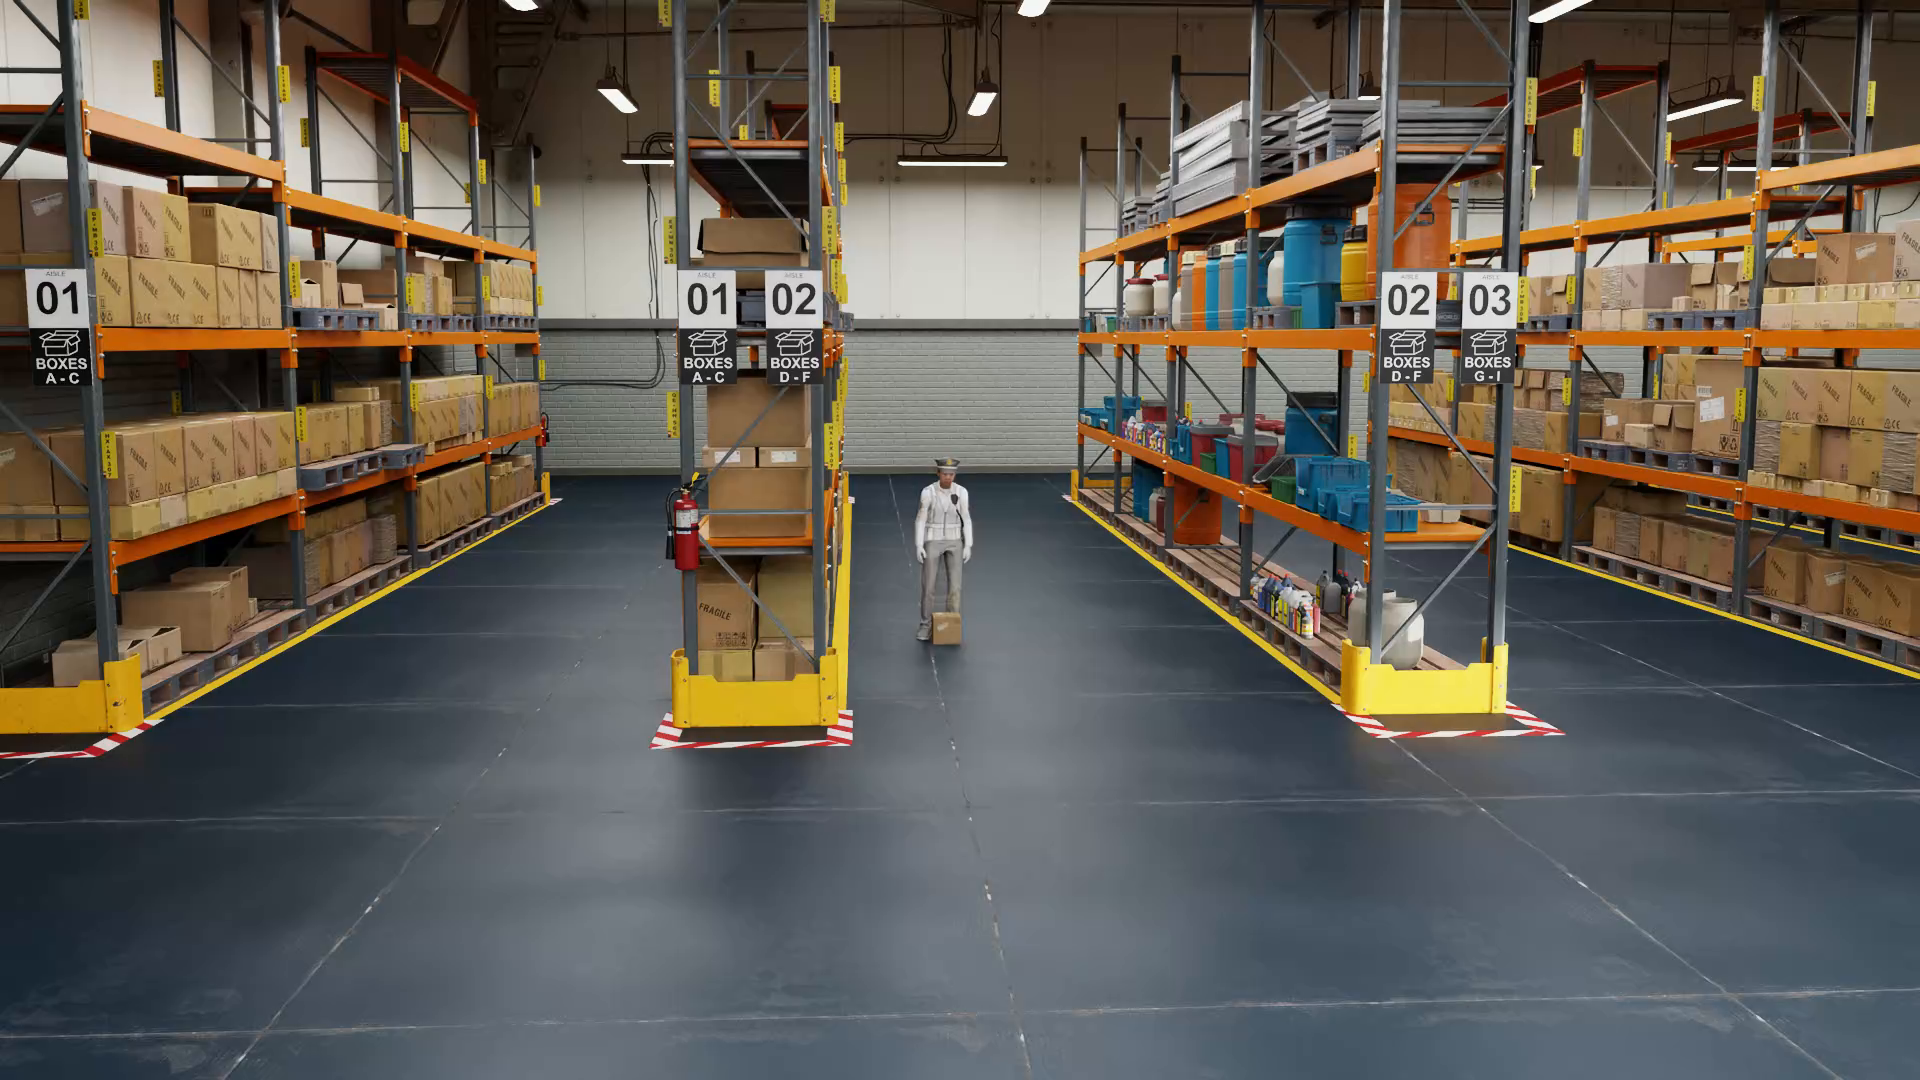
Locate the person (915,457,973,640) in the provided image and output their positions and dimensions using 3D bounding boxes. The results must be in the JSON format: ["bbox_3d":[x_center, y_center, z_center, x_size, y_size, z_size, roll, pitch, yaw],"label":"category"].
[{"bbox_3d":[-0.144,0.073,15.150,0.532,1.661,0.414,-1,7,-7],"label":"person"}]
